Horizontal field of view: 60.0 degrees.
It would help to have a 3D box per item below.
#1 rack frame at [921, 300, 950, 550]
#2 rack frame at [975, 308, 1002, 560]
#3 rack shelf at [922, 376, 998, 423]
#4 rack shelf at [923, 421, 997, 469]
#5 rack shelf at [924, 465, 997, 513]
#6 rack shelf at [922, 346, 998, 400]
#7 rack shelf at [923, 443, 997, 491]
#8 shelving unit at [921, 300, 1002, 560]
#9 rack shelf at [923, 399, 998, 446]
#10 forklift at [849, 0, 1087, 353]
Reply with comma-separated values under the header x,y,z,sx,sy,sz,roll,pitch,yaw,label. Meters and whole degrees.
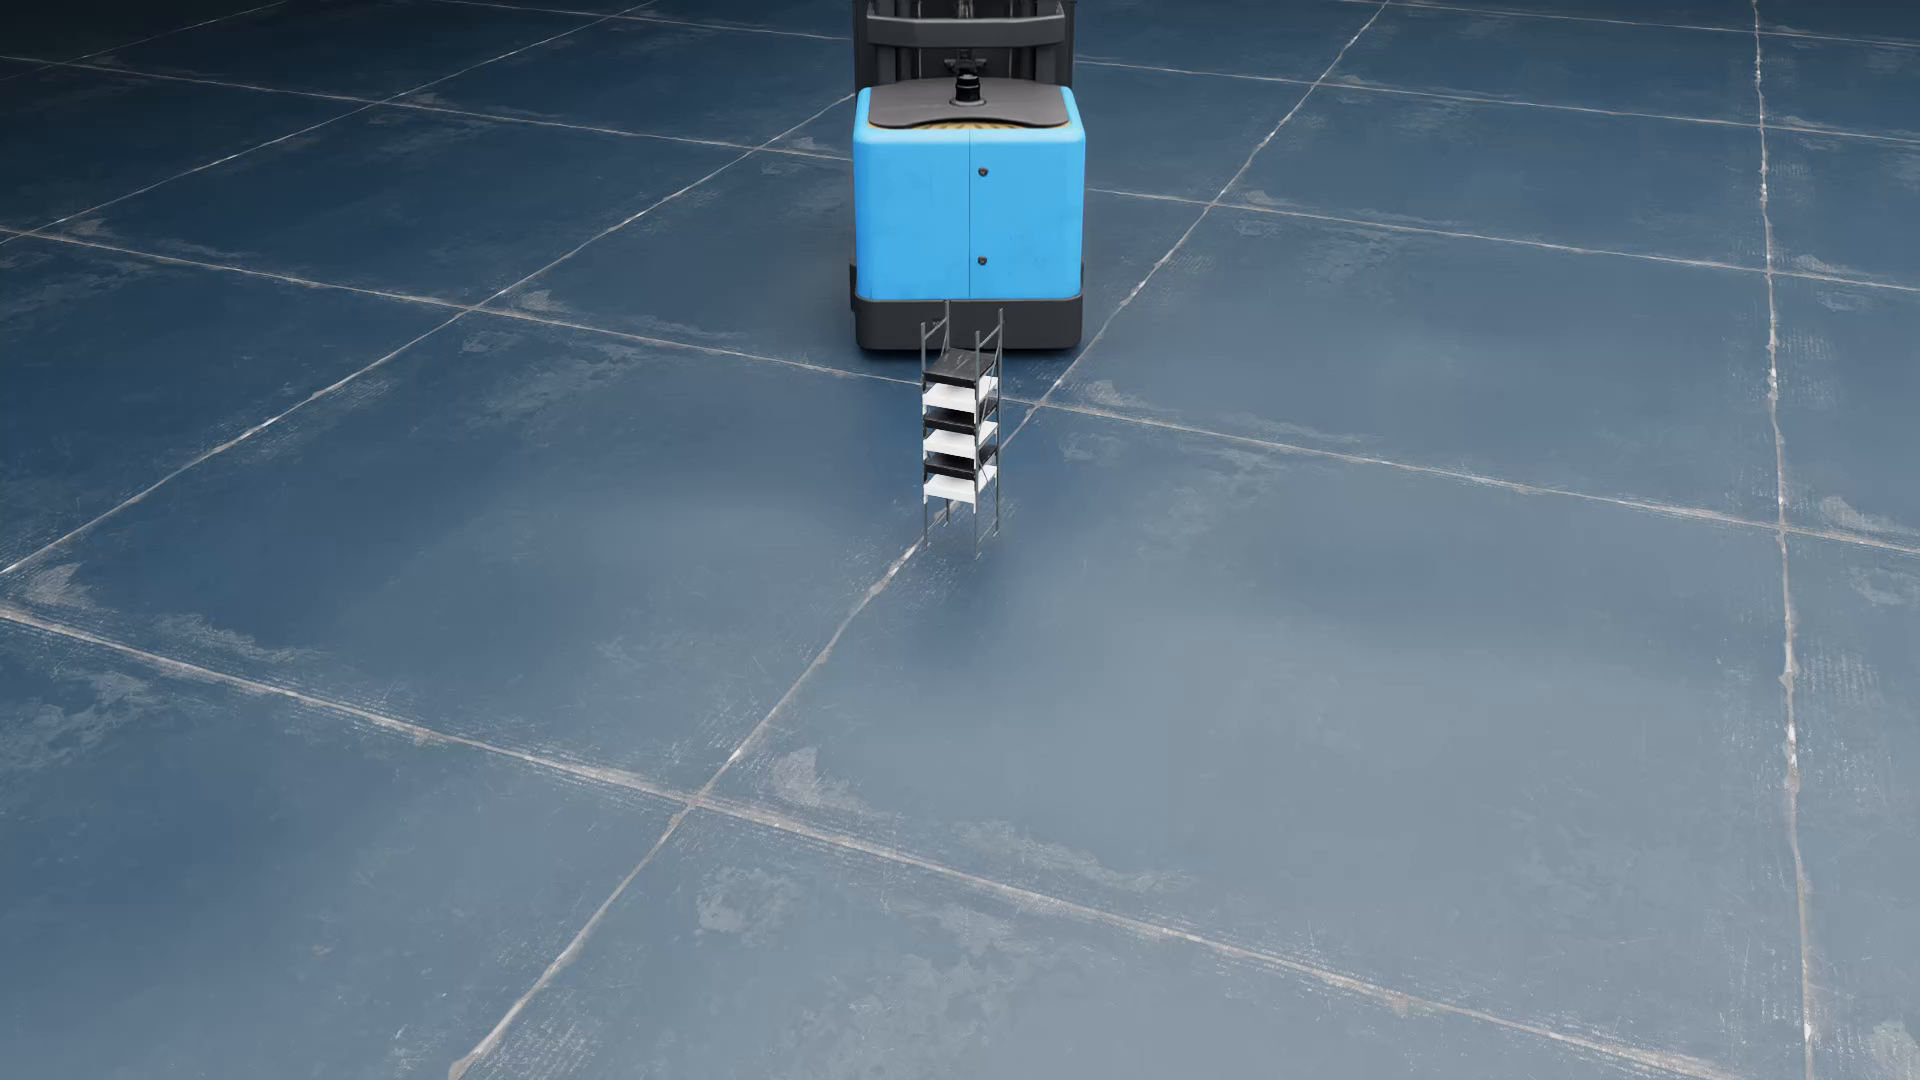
x,y,z,sx,sy,sz,roll,pitch,yaw,label
-0.087,-0.409,6.059,0.006,0.900,0.240,11,31,19,rack frame
0.102,-0.371,5.993,0.006,0.900,0.240,11,31,19,rack frame
0.008,-0.518,5.954,0.200,0.077,0.258,11,31,19,rack shelf
0.008,-0.361,6.042,0.200,0.077,0.258,11,31,19,rack shelf
0.008,-0.205,6.131,0.200,0.077,0.258,11,31,19,rack shelf
0.008,-0.596,5.909,0.200,0.077,0.258,11,31,19,rack shelf
0.008,-0.283,6.087,0.200,0.077,0.258,11,31,19,rack shelf
0.008,-0.390,6.026,0.210,0.900,0.258,11,31,19,shelving unit
0.008,-0.440,5.998,0.200,0.077,0.258,11,31,19,rack shelf
0.013,-2.816,8.254,1.130,2.935,3.031,-1,29,-1,forklift
